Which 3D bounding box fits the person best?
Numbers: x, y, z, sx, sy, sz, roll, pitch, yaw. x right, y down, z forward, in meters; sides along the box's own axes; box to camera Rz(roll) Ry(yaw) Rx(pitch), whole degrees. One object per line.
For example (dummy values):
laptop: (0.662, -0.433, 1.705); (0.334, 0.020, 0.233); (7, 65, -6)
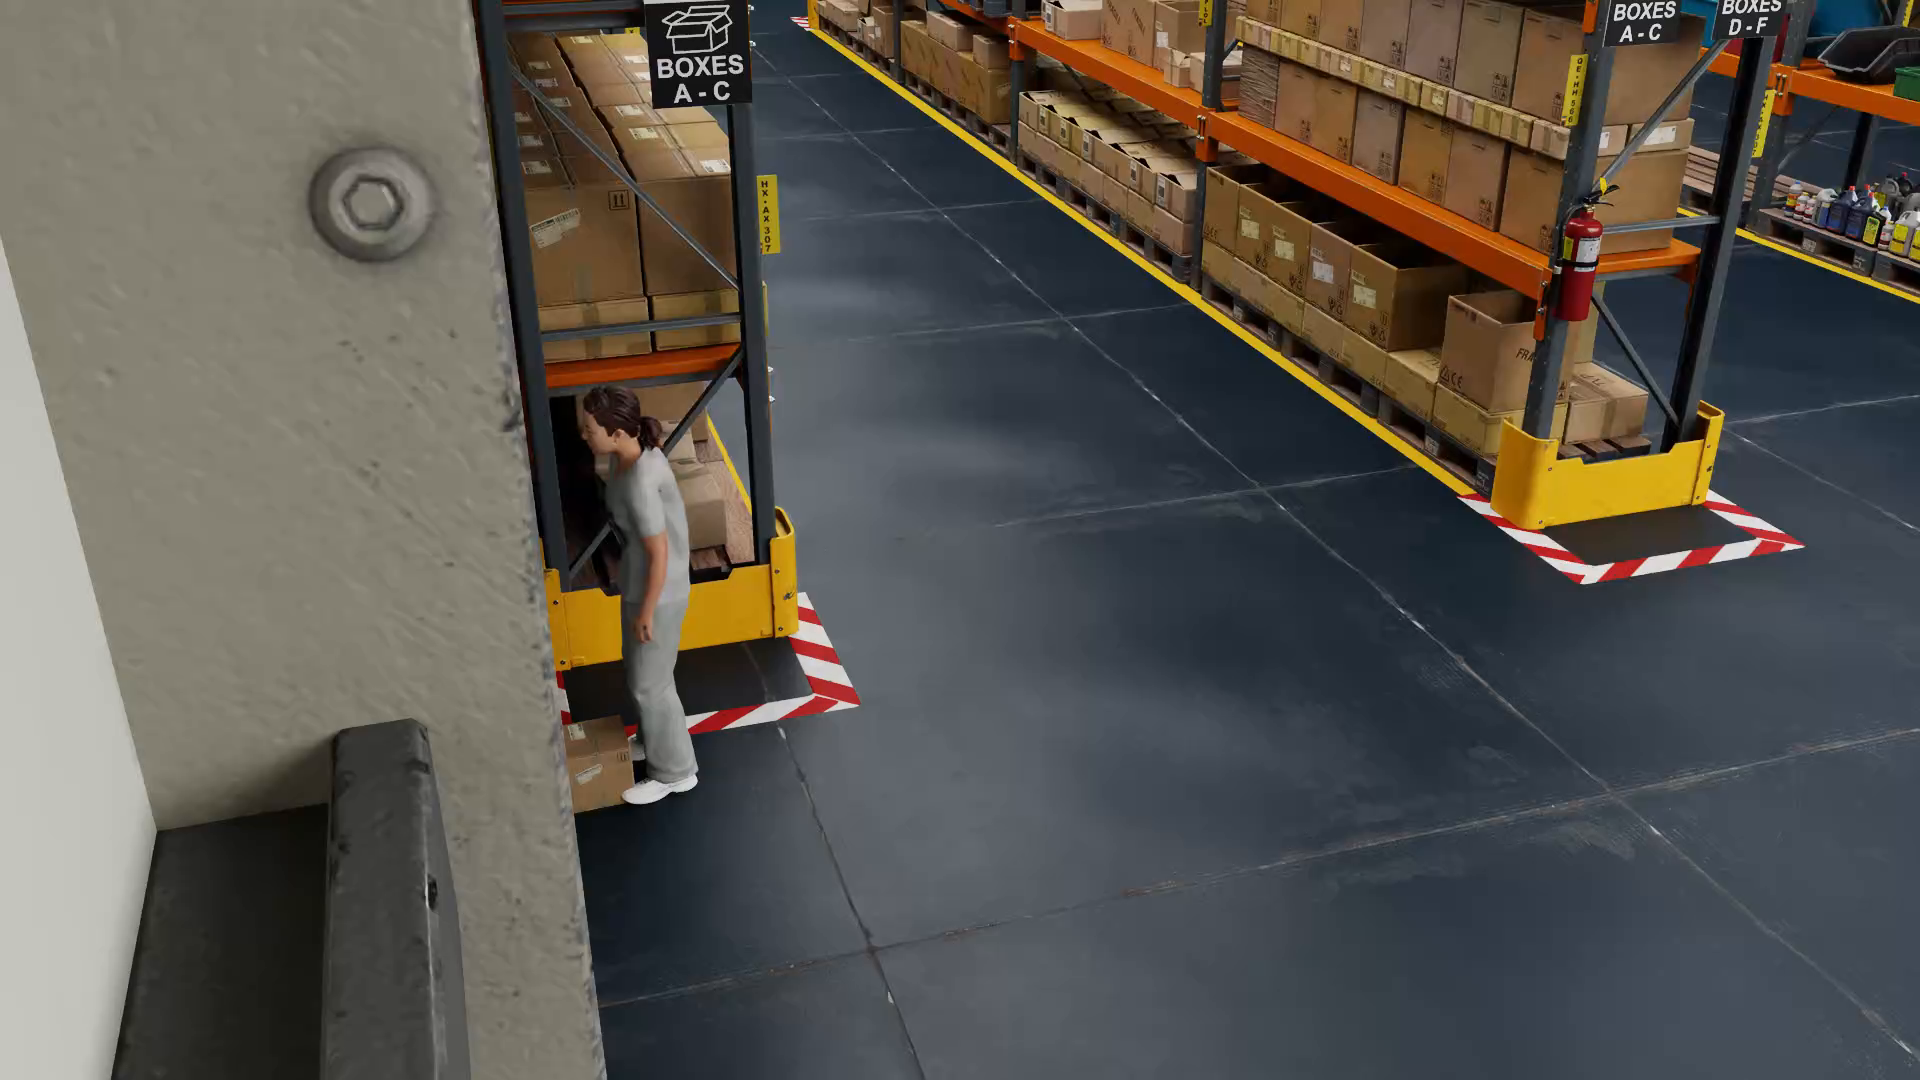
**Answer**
person: (-1.186, 0.192, 6.230); (0.360, 1.672, 0.485); (-8, 28, -16)
